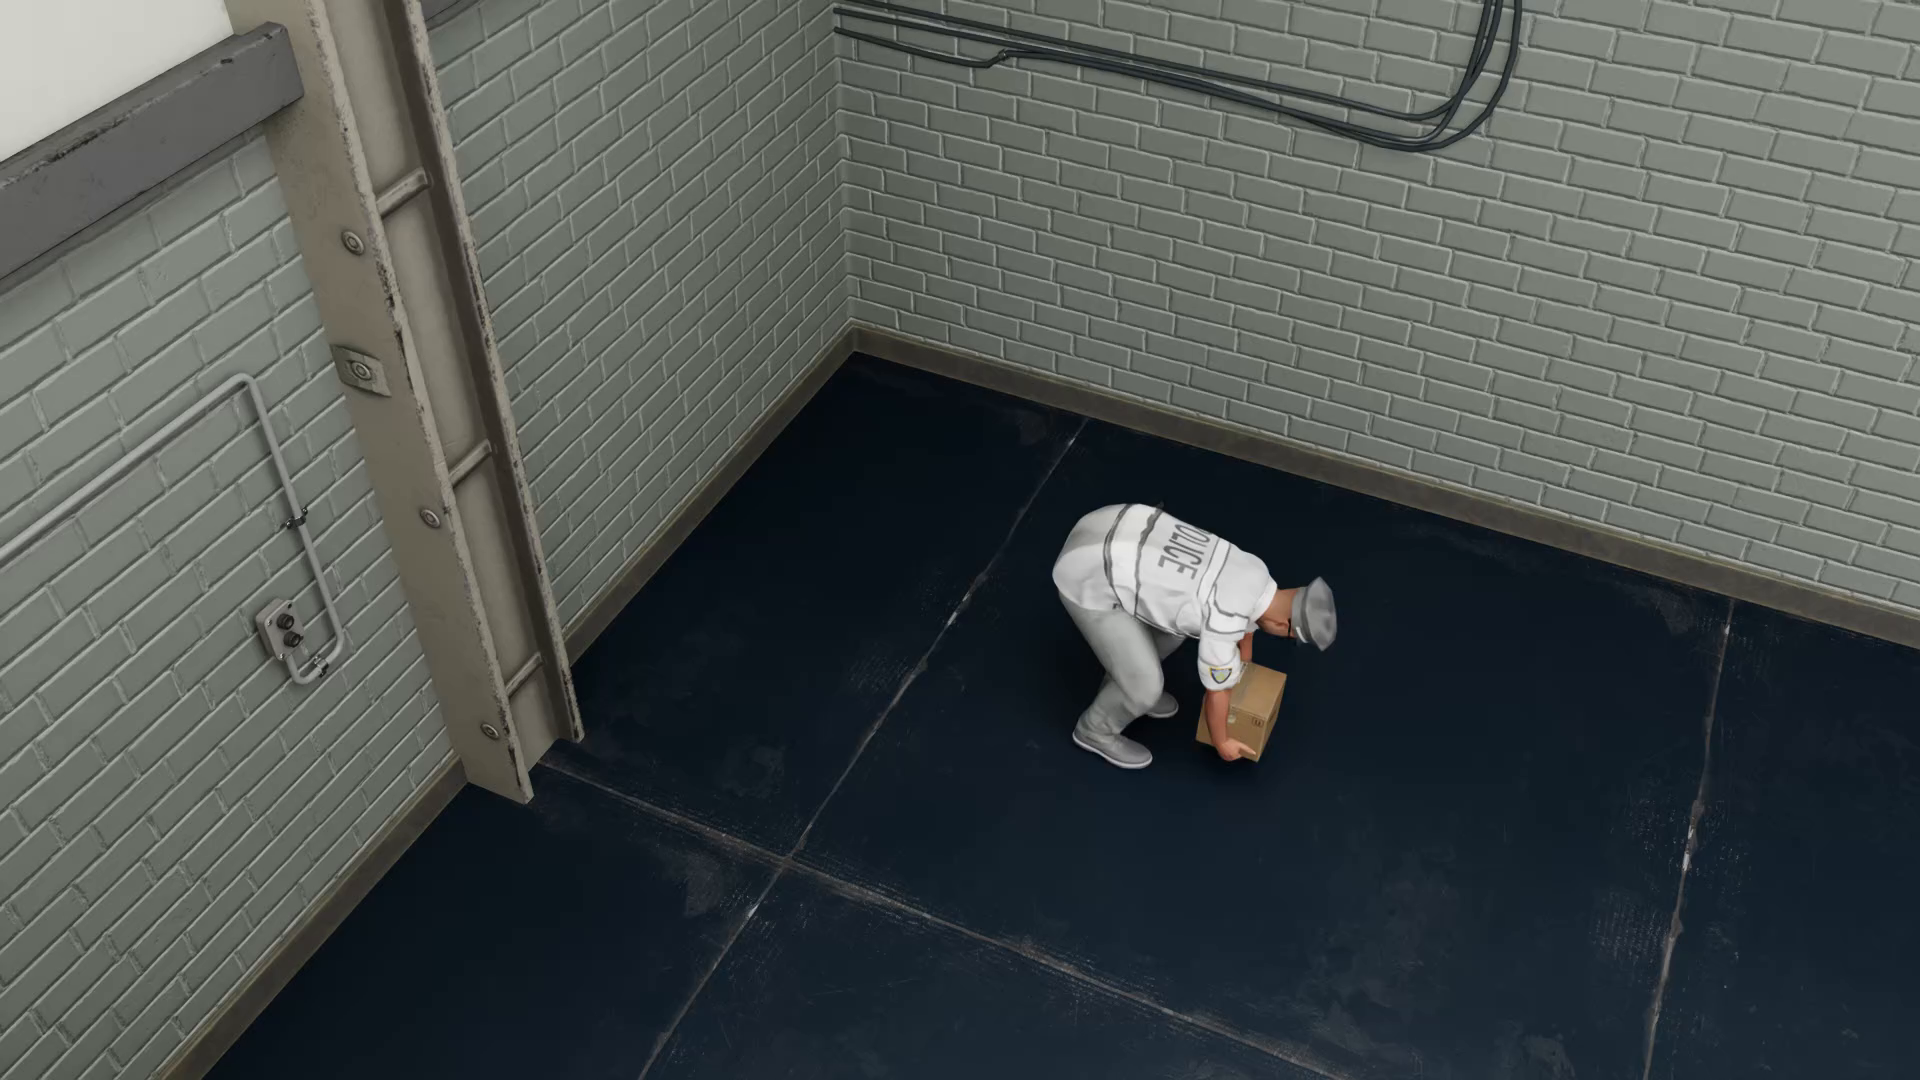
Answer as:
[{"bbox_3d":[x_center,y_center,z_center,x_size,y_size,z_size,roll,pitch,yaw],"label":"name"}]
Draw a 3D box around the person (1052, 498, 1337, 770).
[{"bbox_3d":[0.854,0.402,6.219,1.042,1.069,0.517,15,44,17],"label":"person"}]
